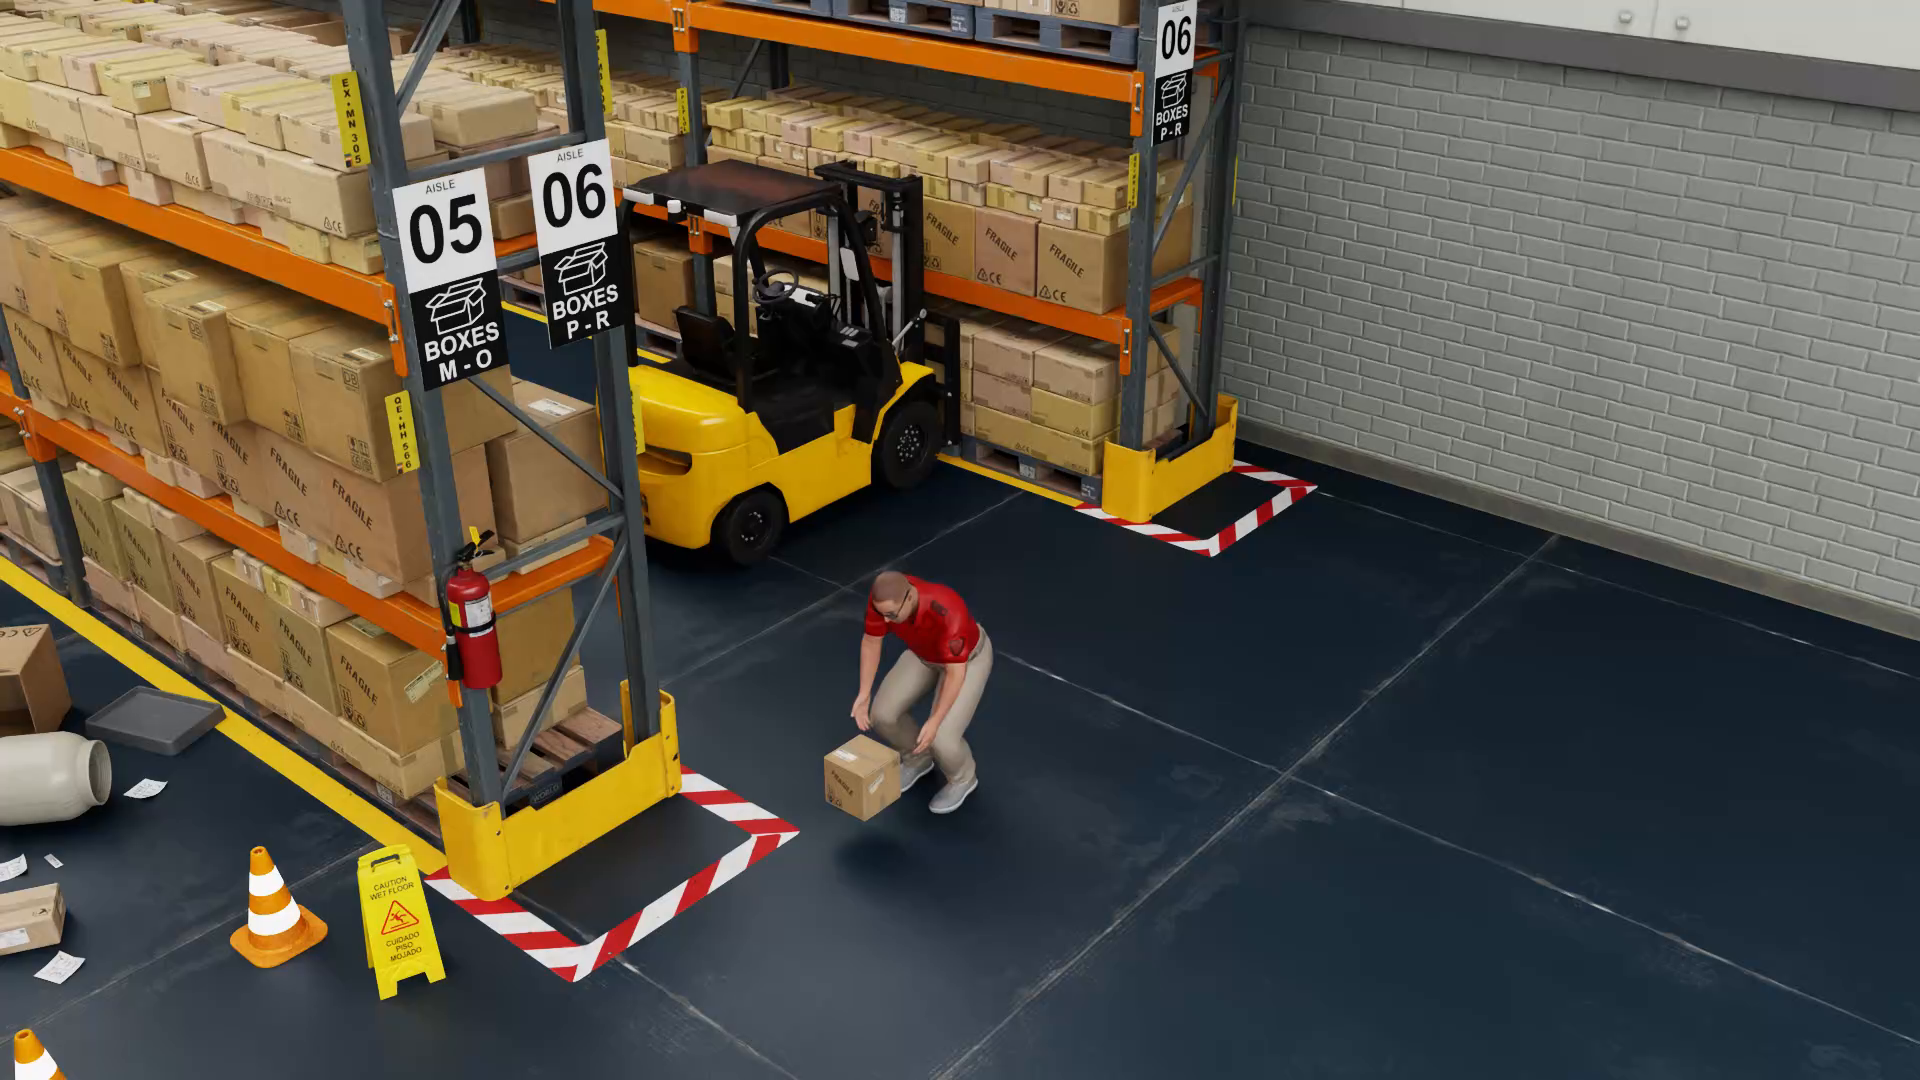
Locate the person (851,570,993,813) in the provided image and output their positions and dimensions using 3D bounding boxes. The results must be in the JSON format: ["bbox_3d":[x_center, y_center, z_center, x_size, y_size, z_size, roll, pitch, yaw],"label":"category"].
[{"bbox_3d":[-0.139,0.646,7.800,0.590,1.352,0.738,21,34,35],"label":"person"}]
